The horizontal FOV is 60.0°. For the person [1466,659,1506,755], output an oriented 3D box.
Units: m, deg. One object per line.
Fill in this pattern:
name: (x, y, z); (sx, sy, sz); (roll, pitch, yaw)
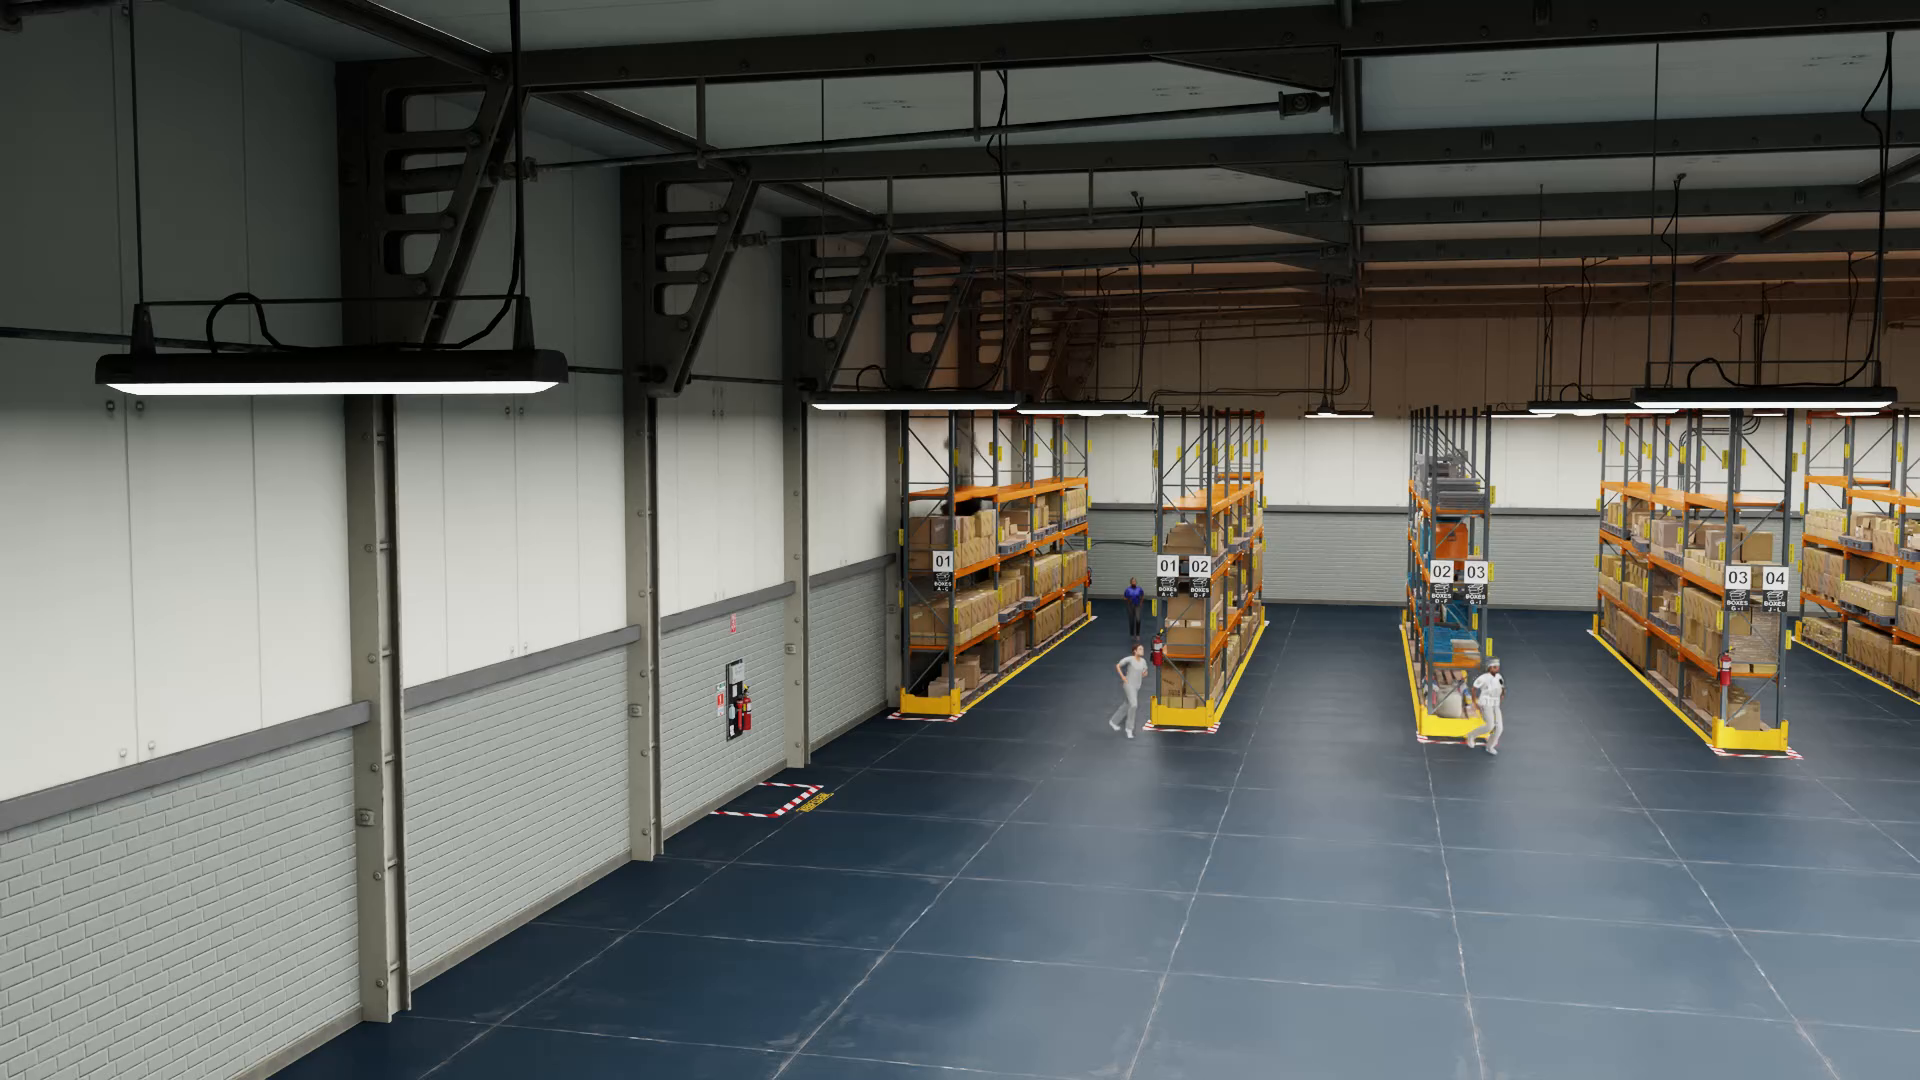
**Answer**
person: (9.124, 2.866, 28.689); (0.707, 1.665, 0.506); (-3, 5, -32)

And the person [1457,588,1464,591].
person: (13.907, 1.636, 46.392); (0.681, 1.573, 0.615); (3, 5, 38)

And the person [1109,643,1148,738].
person: (3.106, 2.728, 30.485); (0.623, 1.709, 0.721); (-3, 5, -39)

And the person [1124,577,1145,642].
person: (4.523, 1.816, 43.155); (0.550, 1.691, 0.717); (0, 4, 4)

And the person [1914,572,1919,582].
person: (25.358, 1.692, 43.922); (0.943, 1.724, 0.674); (1, 4, 13)
